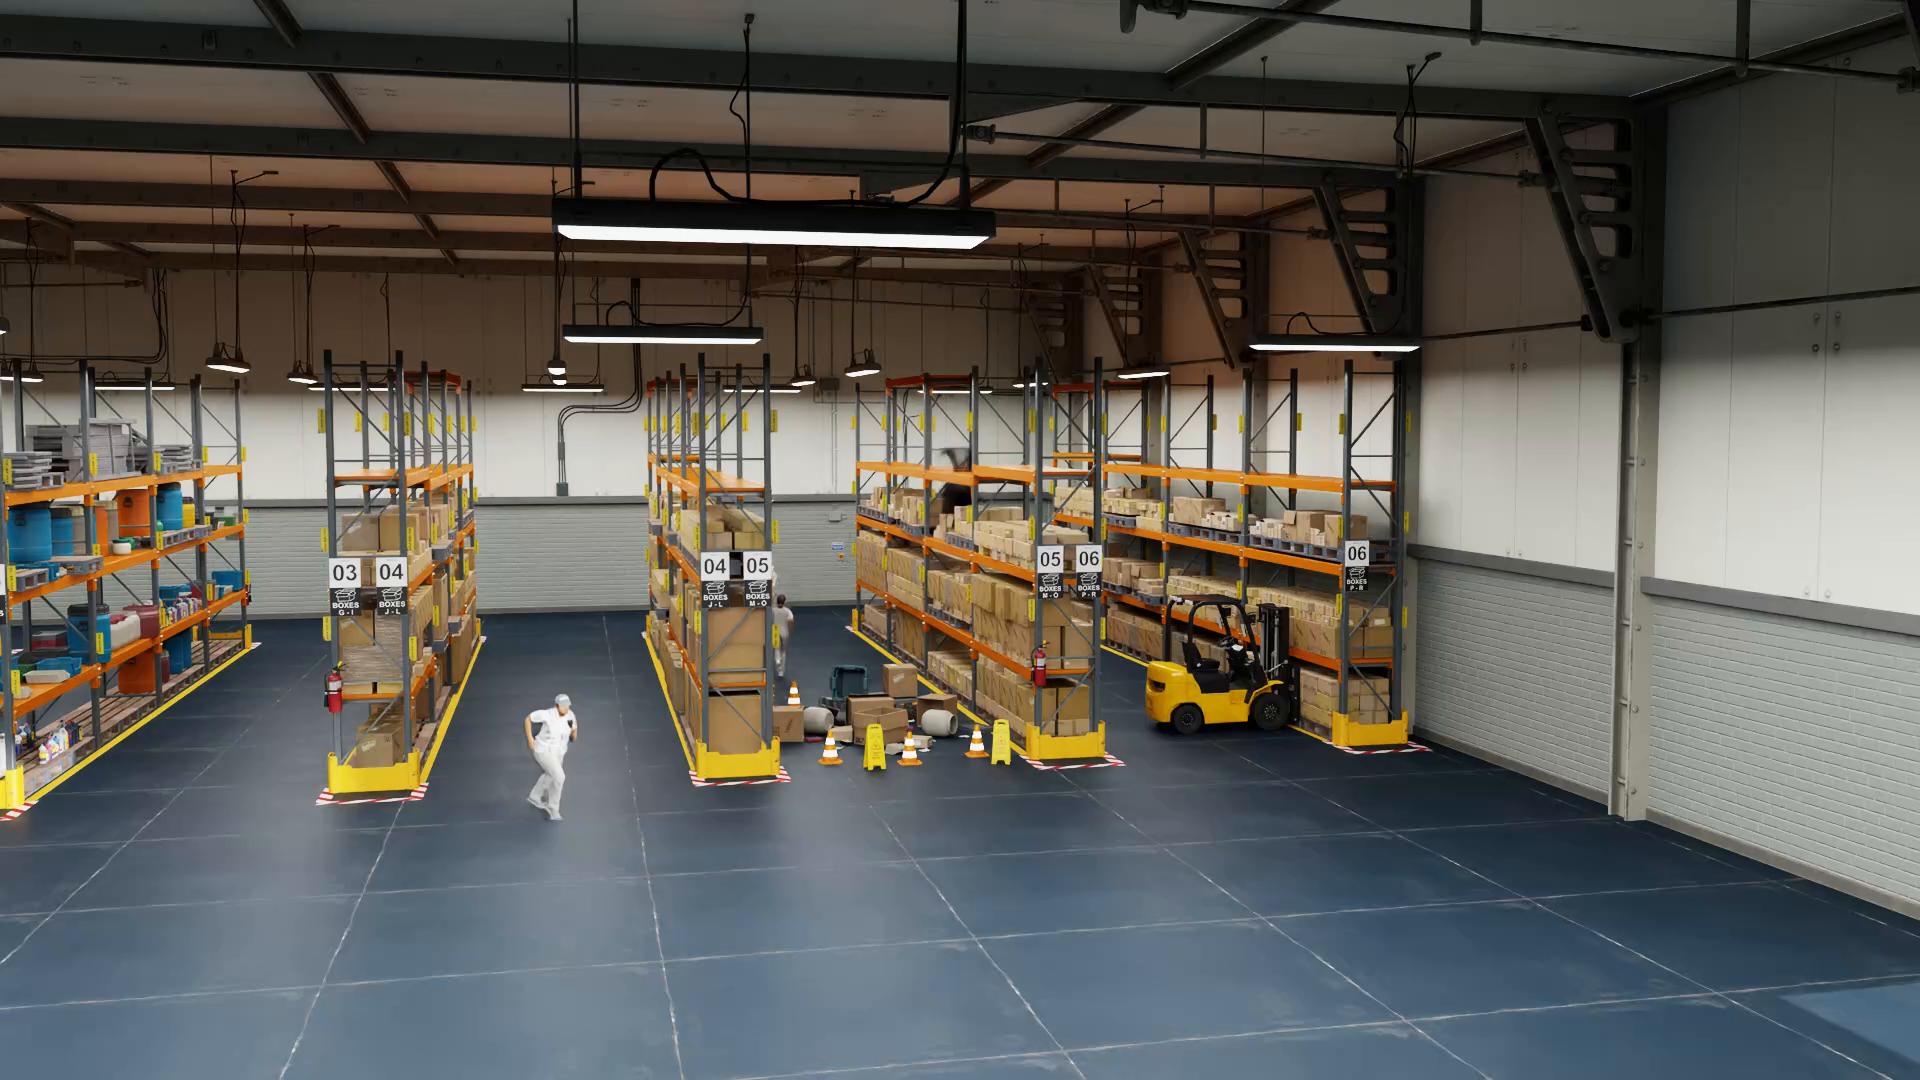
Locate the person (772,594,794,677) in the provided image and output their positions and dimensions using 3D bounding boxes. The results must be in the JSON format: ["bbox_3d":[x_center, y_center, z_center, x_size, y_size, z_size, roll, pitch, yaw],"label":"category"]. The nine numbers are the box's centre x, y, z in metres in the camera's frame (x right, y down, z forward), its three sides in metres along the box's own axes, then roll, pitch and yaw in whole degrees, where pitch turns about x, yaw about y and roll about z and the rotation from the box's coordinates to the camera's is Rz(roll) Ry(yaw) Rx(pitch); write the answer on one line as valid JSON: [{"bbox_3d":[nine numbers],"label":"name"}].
[{"bbox_3d":[-3.552,1.914,32.706,0.569,1.671,0.719,0,4,-2],"label":"person"}]

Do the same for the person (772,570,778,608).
[{"bbox_3d":[-4.730,1.278,40.935,1.036,1.750,0.695,-2,4,-27],"label":"person"}]

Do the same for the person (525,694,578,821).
[{"bbox_3d":[-5.235,2.761,21.204,0.909,1.658,0.636,3,5,37],"label":"person"}]
